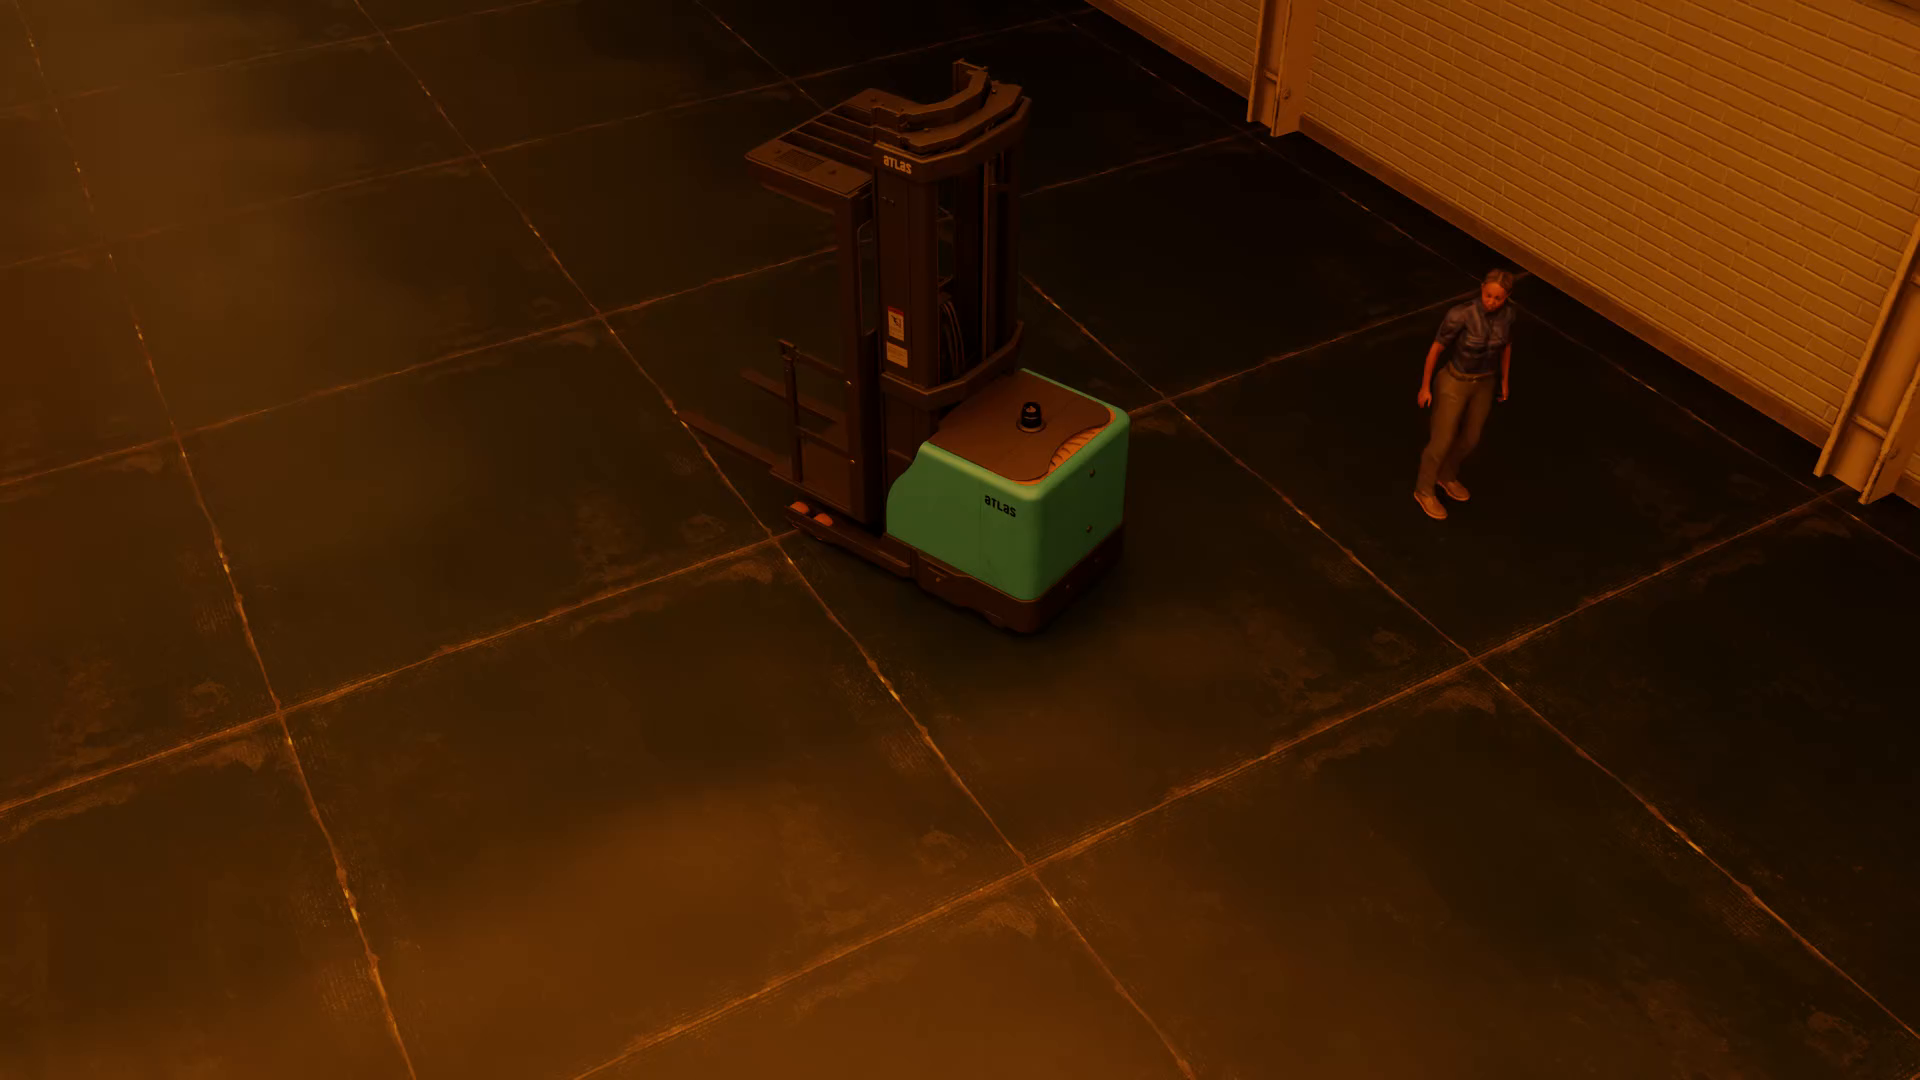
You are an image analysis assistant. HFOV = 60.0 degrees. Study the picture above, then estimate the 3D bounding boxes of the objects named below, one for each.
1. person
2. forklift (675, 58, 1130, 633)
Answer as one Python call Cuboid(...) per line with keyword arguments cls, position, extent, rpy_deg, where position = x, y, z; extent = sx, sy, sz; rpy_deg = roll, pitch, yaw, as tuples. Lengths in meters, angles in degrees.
Cuboid(cls="person", position=(3.098, -0.904, 10.129), extent=(0.607, 1.655, 0.412), rpy_deg=(-12, 41, -14))
Cuboid(cls="forklift", position=(-0.481, -1.366, 9.683), extent=(3.031, 2.935, 1.130), rpy_deg=(26, 46, 28))
